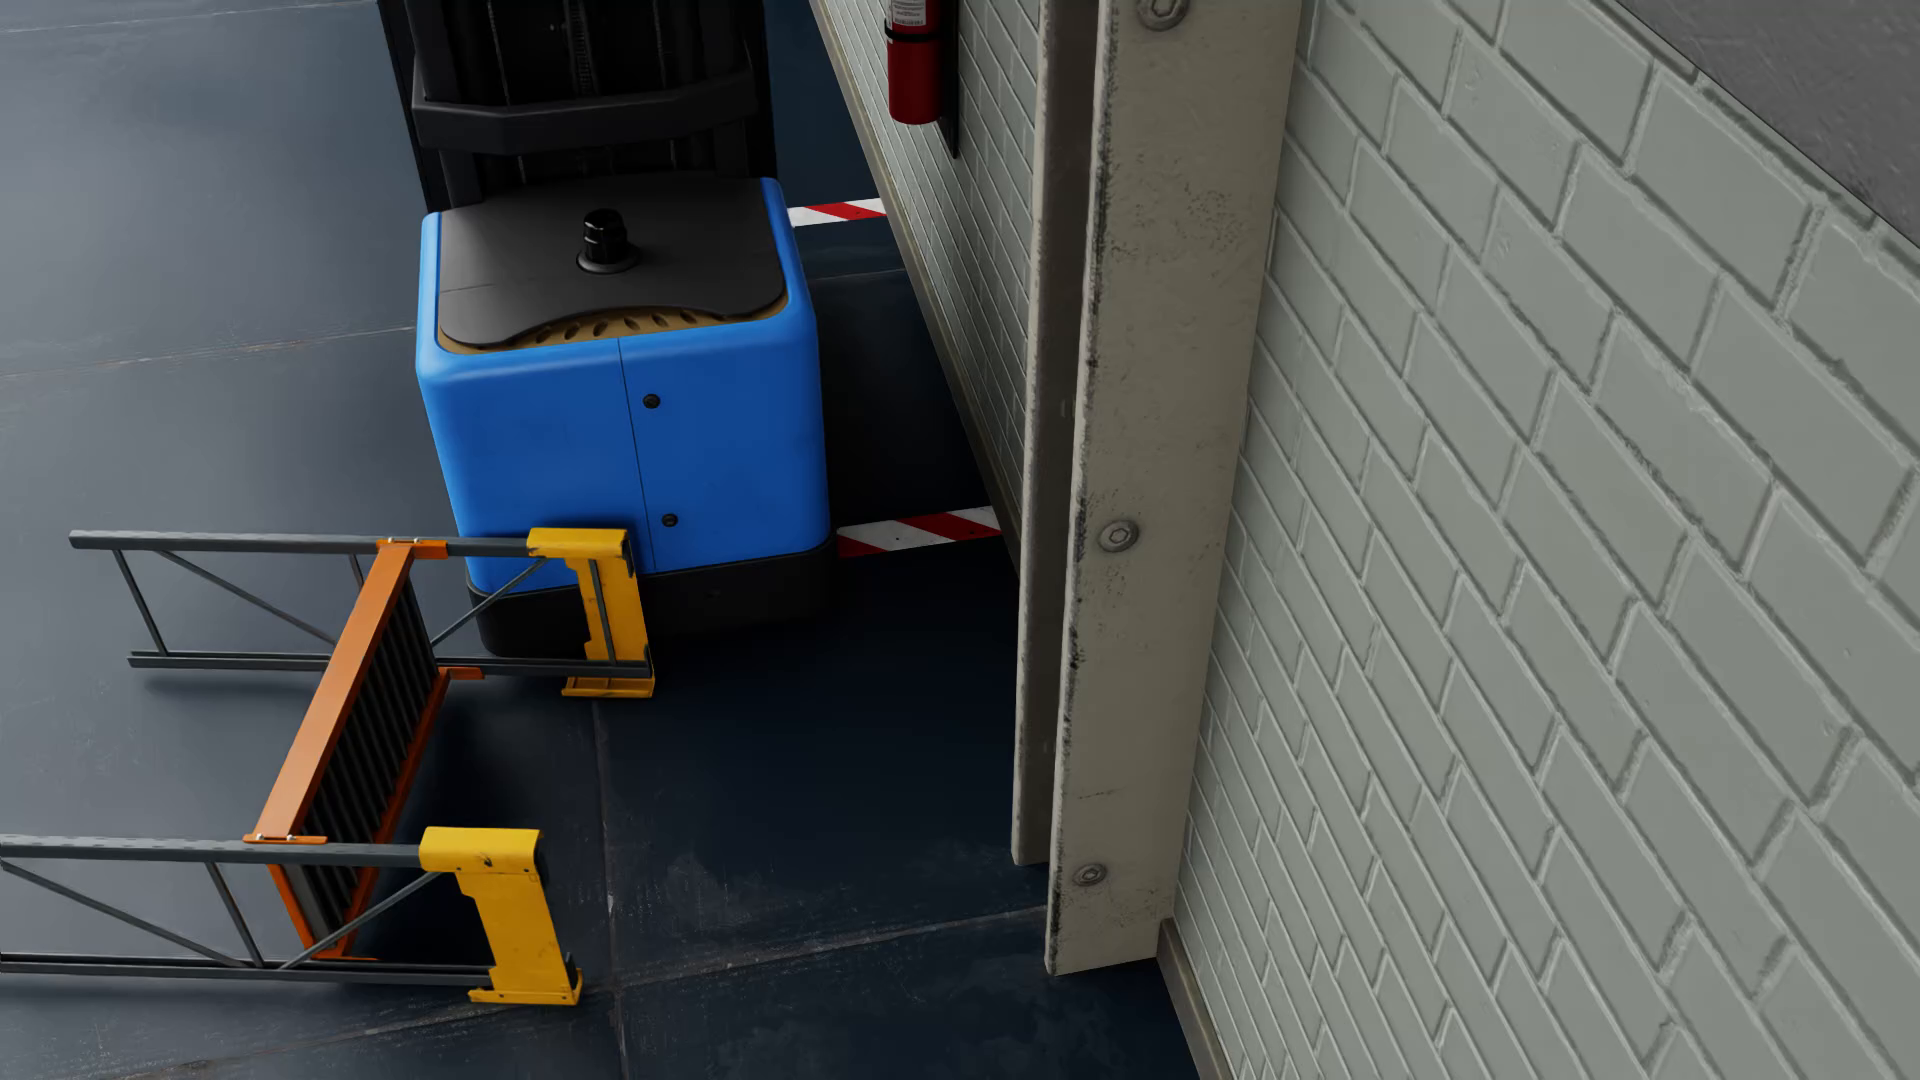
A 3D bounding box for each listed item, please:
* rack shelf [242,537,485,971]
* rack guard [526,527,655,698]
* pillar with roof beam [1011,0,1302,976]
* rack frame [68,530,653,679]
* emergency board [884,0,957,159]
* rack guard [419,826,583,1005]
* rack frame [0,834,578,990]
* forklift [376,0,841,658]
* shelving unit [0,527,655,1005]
[{"bbox_3d":[-1.465,0.523,4.198,0.185,0.538,1.000,1,42,2],"label":"rack shelf"},{"bbox_3d":[-1.002,0.207,4.548,0.250,0.587,0.087,1,42,2],"label":"rack guard"},{"bbox_3d":[-3.878,-1.836,0.539,9.100,9.000,0.400,-8,42,-9],"label":"pillar with roof beam"},{"bbox_3d":[-1.626,0.183,4.584,1.500,0.500,0.032,1,42,2],"label":"rack frame"},{"bbox_3d":[-0.171,-1.816,5.037,0.194,1.169,0.643,-8,42,-9],"label":"emergency board"},{"bbox_3d":[-1.040,0.868,3.803,0.250,0.587,0.087,1,42,2],"label":"rack guard"},{"bbox_3d":[-1.664,0.857,3.824,1.500,0.500,0.032,1,42,2],"label":"rack frame"},{"bbox_3d":[-1.173,-1.745,5.008,1.130,2.935,3.031,-8,42,-9],"label":"forklift"},{"bbox_3d":[-1.645,0.526,4.197,1.500,0.587,1.083,1,42,2],"label":"shelving unit"}]
